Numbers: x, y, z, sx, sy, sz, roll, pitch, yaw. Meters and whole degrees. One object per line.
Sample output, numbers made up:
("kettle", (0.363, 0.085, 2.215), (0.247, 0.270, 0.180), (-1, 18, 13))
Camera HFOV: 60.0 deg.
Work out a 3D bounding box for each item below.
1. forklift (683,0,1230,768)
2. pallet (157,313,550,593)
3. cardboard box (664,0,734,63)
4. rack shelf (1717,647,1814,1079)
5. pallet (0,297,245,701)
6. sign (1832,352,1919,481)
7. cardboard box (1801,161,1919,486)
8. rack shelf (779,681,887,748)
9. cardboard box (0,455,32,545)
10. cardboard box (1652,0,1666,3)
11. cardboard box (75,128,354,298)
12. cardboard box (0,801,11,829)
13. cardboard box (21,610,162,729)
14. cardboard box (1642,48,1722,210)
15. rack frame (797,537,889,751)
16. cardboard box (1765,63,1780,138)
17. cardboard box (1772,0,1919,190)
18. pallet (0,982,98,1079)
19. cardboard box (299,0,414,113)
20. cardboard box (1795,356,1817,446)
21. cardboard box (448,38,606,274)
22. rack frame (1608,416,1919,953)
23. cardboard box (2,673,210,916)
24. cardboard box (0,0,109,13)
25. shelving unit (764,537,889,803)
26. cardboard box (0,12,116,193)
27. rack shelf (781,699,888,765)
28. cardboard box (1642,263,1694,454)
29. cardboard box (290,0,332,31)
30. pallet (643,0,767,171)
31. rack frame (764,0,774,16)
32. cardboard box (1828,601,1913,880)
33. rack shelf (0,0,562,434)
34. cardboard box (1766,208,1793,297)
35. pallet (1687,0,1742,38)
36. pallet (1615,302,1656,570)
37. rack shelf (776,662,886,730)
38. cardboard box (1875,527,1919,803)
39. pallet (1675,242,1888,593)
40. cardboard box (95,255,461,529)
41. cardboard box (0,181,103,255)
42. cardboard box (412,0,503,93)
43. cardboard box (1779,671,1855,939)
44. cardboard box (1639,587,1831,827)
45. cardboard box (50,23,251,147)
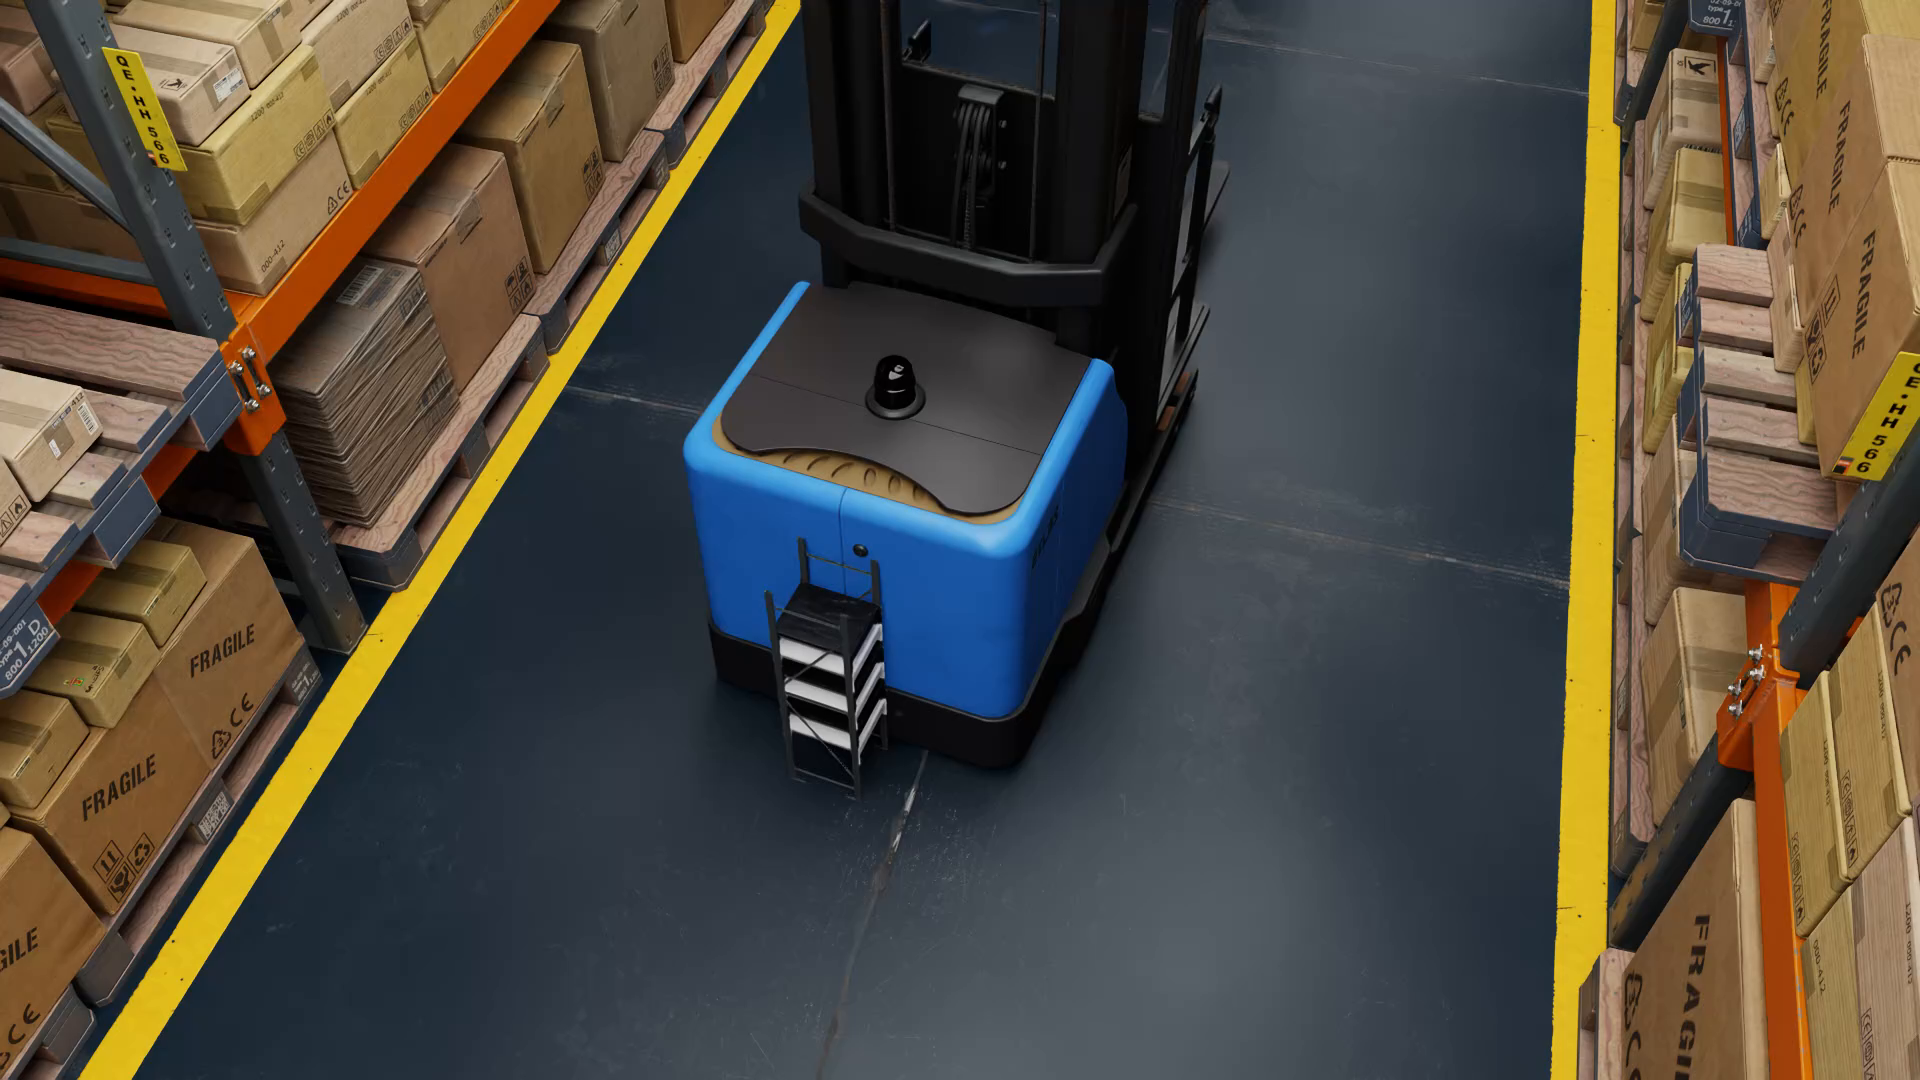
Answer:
("forklift", (0.232, -1.407, 5.037), (1.130, 2.935, 3.031), (17, 51, 14))
("pallet", (-2.195, -0.420, 5.980), (1.003, 0.211, 1.213), (12, 50, 10))
("cardboard box", (-1.523, -2.622, 7.367), (0.875, 0.625, 0.625), (14, 50, 12))
("rack shelf", (1.814, 1.906, 2.547), (1.077, 0.370, 4.000), (12, 50, 10))
("pallet", (-2.560, -0.188, 4.043), (1.213, 0.211, 1.003), (12, 50, 10))
("sign", (1.814, -0.236, 3.238), (0.100, 0.325, 0.005), (12, 50, 10))
("cardboard box", (2.191, -0.433, 3.586), (0.500, 0.500, 0.500), (10, 49, 9))
("rack shelf", (-0.372, 0.476, 4.894), (0.258, 0.077, 0.200), (17, 51, 14))
("cardboard box", (-2.415, -0.018, 3.585), (0.500, 0.250, 0.500), (9, 49, 8))
("cardboard box", (3.290, -2.630, 7.124), (0.500, 0.500, 0.500), (11, 49, 10))
("cardboard box", (-2.097, -0.978, 4.713), (0.500, 0.250, 0.500), (12, 50, 10))
("cardboard box", (-2.602, 0.693, 4.092), (0.380, 0.149, 0.250), (13, 50, 11))
("cardboard box", (-2.377, 0.329, 4.413), (0.380, 0.149, 0.250), (9, 49, 8))
("cardboard box", (3.257, -1.561, 6.600), (0.950, 0.372, 0.625), (12, 50, 11))
("rack frame", (-0.334, 0.323, 4.864), (0.240, 0.900, 0.006), (17, 51, 14))
("cardboard box", (2.531, -1.254, 4.744), (0.380, 0.149, 0.250), (10, 49, 9))
("cardboard box", (2.449, -1.174, 4.240), (0.500, 0.500, 0.500), (9, 49, 7))
("pallet", (-3.006, 1.580, 4.215), (1.003, 0.211, 1.213), (12, 50, 10))
("cardboard box", (-1.964, -1.506, 4.845), (0.500, 0.250, 0.500), (13, 50, 11))
("cardboard box", (2.200, -0.326, 3.925), (0.380, 0.149, 0.250), (12, 50, 11))
("cardboard box", (-1.931, -1.518, 6.393), (0.875, 0.625, 0.625), (10, 49, 8))
("rack frame", (2.340, 0.222, 3.554), (1.000, 3.000, 0.127), (12, 50, 10))
("cardboard box", (-2.495, 0.641, 4.571), (0.500, 0.500, 0.500), (11, 49, 9))
("cardboard box", (-2.598, -1.490, 4.565), (0.380, 0.149, 0.250), (13, 50, 11))
("shelving unit", (-0.372, 0.394, 4.802), (0.258, 0.900, 0.210), (17, 51, 14))
("cardboard box", (-2.600, -1.251, 4.620), (0.500, 0.250, 0.500), (13, 50, 11))
("rack shelf", (-0.372, 0.535, 4.962), (0.258, 0.077, 0.200), (17, 51, 14))
("cardboard box", (2.890, -0.537, 5.696), (0.950, 0.372, 0.625), (13, 50, 11))
("cardboard box", (-1.970, -1.560, 4.627), (0.380, 0.149, 0.250), (13, 50, 11))
("pallet", (-1.553, -2.185, 7.538), (1.003, 0.211, 1.213), (12, 50, 10))
("rack frame", (-1.397, -3.648, 6.969), (1.000, 3.000, 0.127), (12, 50, 10))
("cardboard box", (1.968, 0.424, 3.142), (0.500, 0.250, 0.500), (11, 50, 10))
("rack shelf", (-1.923, -1.964, 5.962), (1.077, 0.370, 4.000), (12, 50, 10))
("cardboard box", (2.297, -0.698, 4.252), (0.380, 0.149, 0.250), (9, 49, 8))
("pallet", (3.051, -2.084, 5.717), (1.003, 0.211, 1.213), (12, 50, 10))
("pallet", (2.870, -0.300, 5.874), (1.003, 0.211, 1.213), (12, 50, 10))
("rack shelf", (-0.372, 0.416, 4.827), (0.258, 0.077, 0.200), (17, 51, 14))
("cardboard box", (1.974, 0.166, 2.869), (0.500, 0.500, 0.500), (10, 49, 9))
("pallet", (2.425, -0.251, 4.099), (1.213, 0.211, 1.003), (12, 50, 10))
("cardboard box", (-2.272, -0.557, 5.545), (0.875, 0.625, 0.625), (13, 50, 11))
("cardboard box", (-2.578, -1.081, 4.804), (0.500, 0.250, 0.500), (11, 49, 9))
("cardboard box", (-1.831, -1.715, 5.363), (0.500, 0.250, 0.500), (10, 49, 9))
("cardboard box", (1.968, 0.576, 3.341), (0.500, 0.250, 0.500), (11, 49, 9))
("cardboard box", (2.498, 0.545, 4.740), (0.950, 0.372, 0.625), (9, 49, 7))
("cardboard box", (-2.082, -1.175, 4.287), (0.380, 0.149, 0.250), (13, 50, 11))
